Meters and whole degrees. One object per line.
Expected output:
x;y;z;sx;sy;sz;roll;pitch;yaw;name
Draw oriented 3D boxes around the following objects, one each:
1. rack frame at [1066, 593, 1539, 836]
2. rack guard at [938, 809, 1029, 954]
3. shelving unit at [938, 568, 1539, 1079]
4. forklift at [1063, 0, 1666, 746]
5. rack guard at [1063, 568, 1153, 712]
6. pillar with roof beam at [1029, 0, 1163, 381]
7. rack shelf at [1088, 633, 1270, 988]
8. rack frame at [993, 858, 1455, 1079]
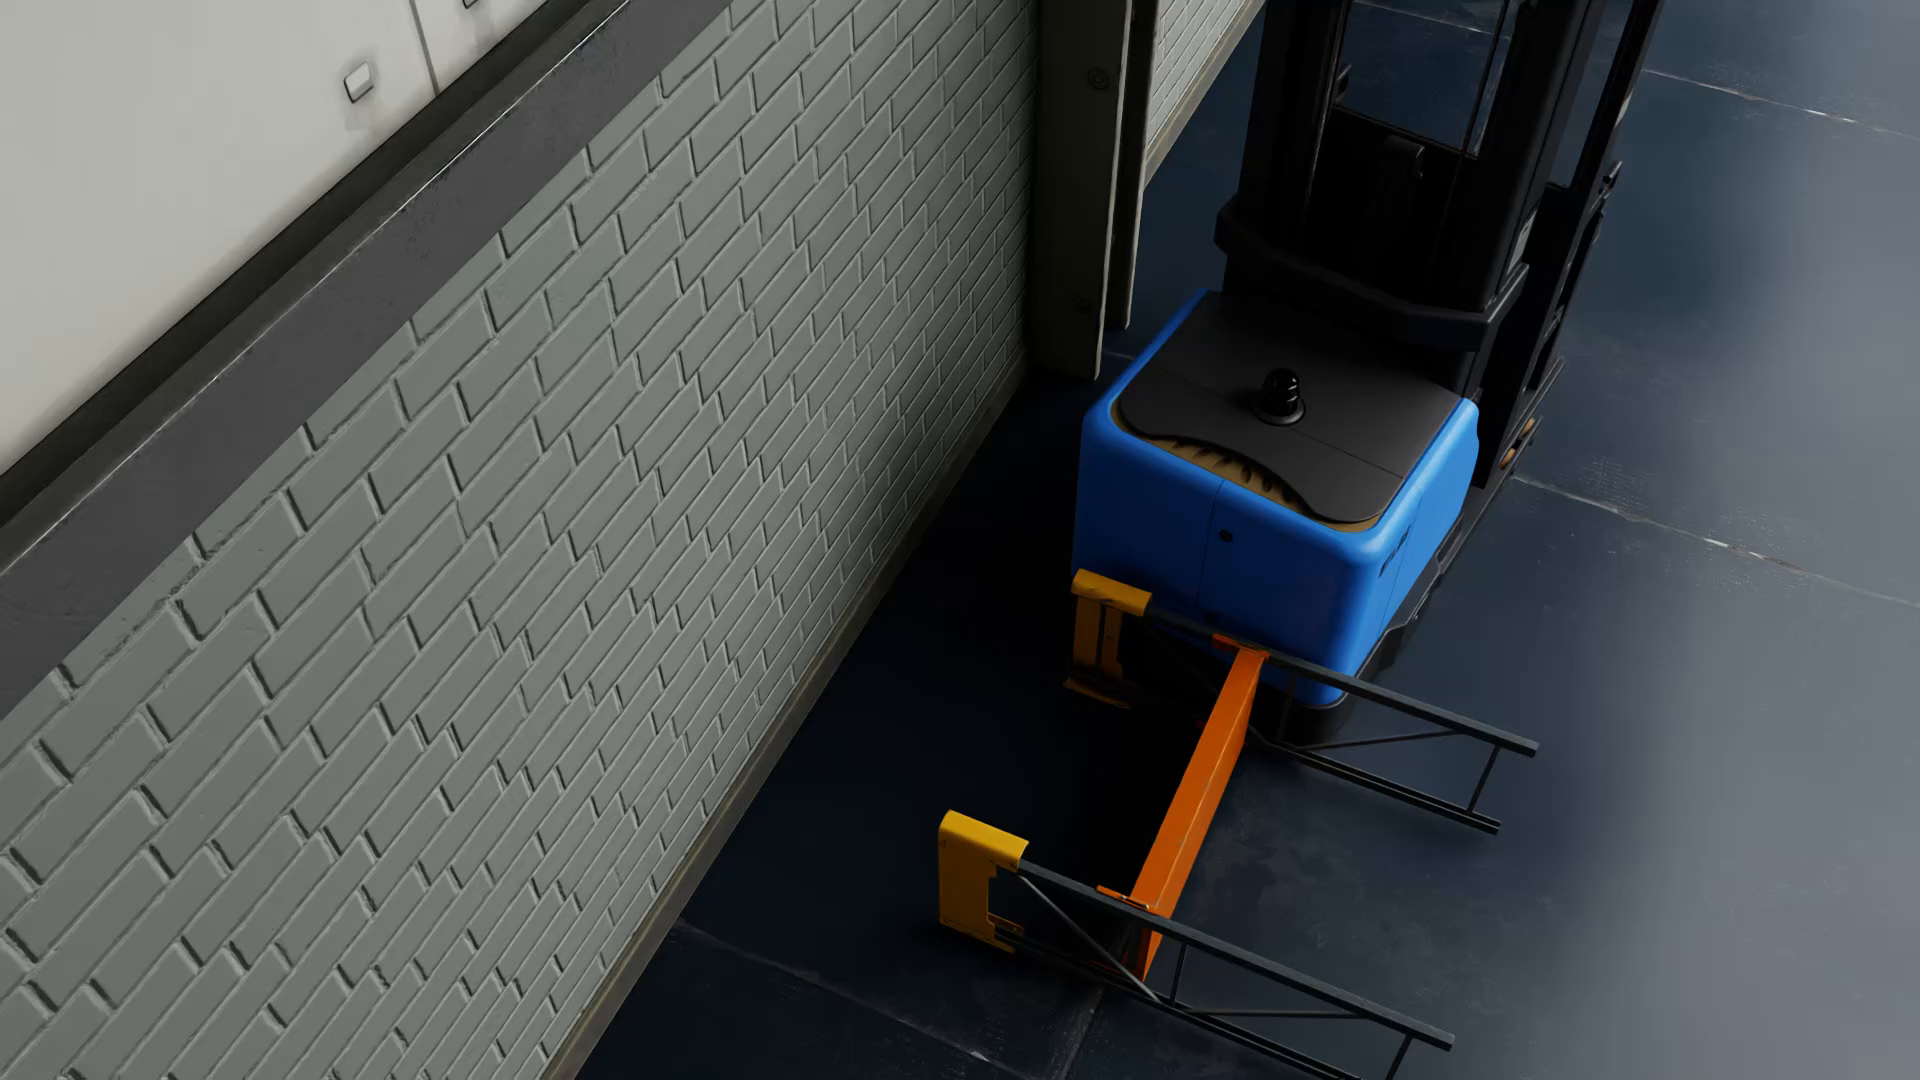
1.055;0.541;5.387;1.500;0.500;0.032;20;52;16;rack frame
0.067;1.029;4.972;0.250;0.587;0.087;20;52;16;rack guard
0.844;0.886;5.094;1.500;0.587;1.083;20;52;16;shelving unit
1.612;-1.347;5.472;1.130;2.935;3.031;27;55;21;forklift
0.488;0.341;5.557;0.250;0.587;0.087;20;52;16;rack guard
4.388;-2.351;2.342;9.100;9.000;0.400;20;52;16;pillar with roof beam
0.677;0.834;5.138;0.185;0.538;1.000;20;52;16;rack shelf
0.626;1.243;4.790;1.500;0.500;0.032;20;52;16;rack frame
